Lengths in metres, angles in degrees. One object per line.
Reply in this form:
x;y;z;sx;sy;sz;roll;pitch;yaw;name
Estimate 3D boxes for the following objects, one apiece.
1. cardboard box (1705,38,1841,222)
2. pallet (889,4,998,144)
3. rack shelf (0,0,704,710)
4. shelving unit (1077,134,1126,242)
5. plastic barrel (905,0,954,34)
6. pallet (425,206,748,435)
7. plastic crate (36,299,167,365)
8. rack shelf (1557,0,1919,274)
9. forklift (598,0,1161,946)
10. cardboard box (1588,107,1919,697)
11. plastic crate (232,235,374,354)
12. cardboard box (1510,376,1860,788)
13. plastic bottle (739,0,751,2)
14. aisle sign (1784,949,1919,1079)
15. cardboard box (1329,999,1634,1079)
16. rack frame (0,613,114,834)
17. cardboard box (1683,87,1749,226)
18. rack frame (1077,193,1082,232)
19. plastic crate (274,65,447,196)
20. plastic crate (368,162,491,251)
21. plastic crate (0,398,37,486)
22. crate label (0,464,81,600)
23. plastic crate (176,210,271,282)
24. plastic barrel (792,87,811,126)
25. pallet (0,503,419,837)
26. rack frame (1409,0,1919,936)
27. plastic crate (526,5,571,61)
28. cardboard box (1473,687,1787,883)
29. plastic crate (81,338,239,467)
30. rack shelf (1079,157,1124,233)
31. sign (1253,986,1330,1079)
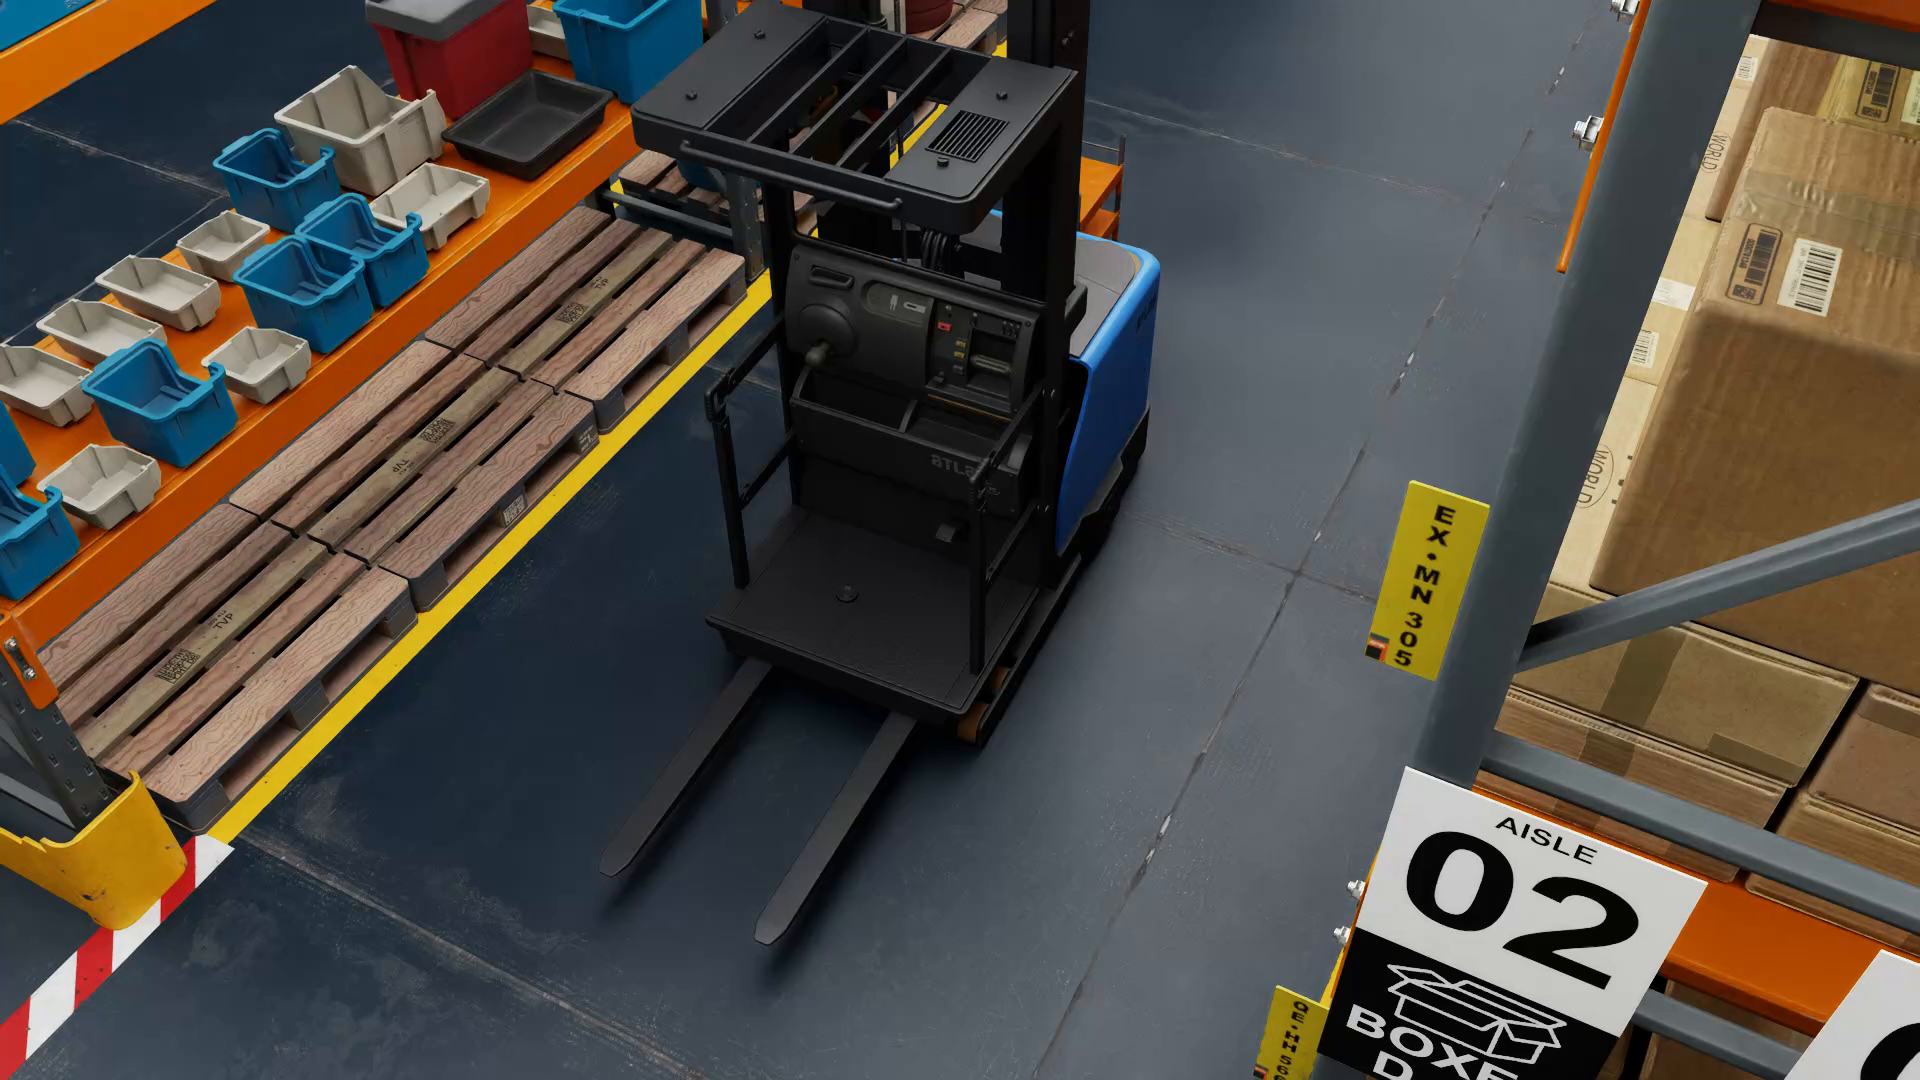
1.745;-0.788;2.817;0.700;0.500;0.500;20;49;19;cardboard box
-0.492;-2.802;9.650;1.003;0.211;1.213;20;49;19;pallet
-2.380;-1.025;6.440;1.077;0.370;4.000;20;49;19;rack shelf
0.486;-1.167;7.339;0.258;1.200;0.503;19;48;18;shelving unit
-0.331;-3.333;9.615;0.600;0.588;0.708;20;49;19;plastic barrel
-1.759;-1.082;7.951;1.003;0.211;1.213;20;49;19;pallet
-2.943;-0.698;5.754;0.396;0.136;0.243;20;49;19;plastic crate
2.005;-1.495;2.689;1.077;0.370;4.000;20;49;19;rack shelf
-0.271;-0.627;5.588;1.130;2.935;3.031;19;48;18;forklift
1.301;-0.150;2.187;0.700;0.500;0.500;20;49;19;cardboard box
-2.291;-0.857;5.843;0.416;0.233;0.300;20;49;19;plastic crate
1.089;0.034;2.532;0.500;0.250;0.500;20;49;19;cardboard box
-0.983;-2.661;7.585;0.144;0.351;0.185;20;49;19;plastic bottle
1.305;0.846;2.257;0.394;0.787;0.004;20;49;19;aisle sign
1.040;0.862;3.296;0.500;0.500;0.500;20;49;19;cardboard box
-3.309;-0.018;4.939;1.000;3.000;0.127;20;49;19;rack frame
1.557;-0.594;3.153;0.500;0.250;0.500;20;49;19;cardboard box
0.380;-1.010;7.184;0.240;1.200;0.015;19;48;18;rack frame
-2.324;-1.616;6.559;0.437;0.282;0.530;20;49;19;plastic crate
-1.994;-1.270;6.319;0.293;0.136;0.466;20;49;19;plastic crate
-3.319;-0.324;5.174;0.616;0.435;0.499;20;49;19;plastic crate
-2.903;-0.027;5.023;0.416;0.233;0.303;20;49;19;crate label
-2.715;-1.074;6.126;0.298;0.136;0.250;20;49;19;plastic crate
-0.856;-2.731;8.800;0.600;0.901;0.708;20;49;19;plastic barrel
-2.892;0.455;6.431;1.003;0.211;1.213;20;49;19;pallet
1.077;-0.489;1.186;1.000;3.000;0.127;20;49;19;rack frame
-1.795;-2.220;7.259;0.396;0.136;0.243;20;49;19;plastic crate
1.082;0.207;2.712;0.500;0.250;0.500;20;49;19;cardboard box
-2.597;-0.442;5.433;0.416;0.233;0.300;20;49;19;plastic crate
0.486;-1.443;7.060;0.258;0.148;0.480;19;48;18;rack shelf
0.595;0.906;2.989;0.100;0.325;0.005;20;49;19;sign
